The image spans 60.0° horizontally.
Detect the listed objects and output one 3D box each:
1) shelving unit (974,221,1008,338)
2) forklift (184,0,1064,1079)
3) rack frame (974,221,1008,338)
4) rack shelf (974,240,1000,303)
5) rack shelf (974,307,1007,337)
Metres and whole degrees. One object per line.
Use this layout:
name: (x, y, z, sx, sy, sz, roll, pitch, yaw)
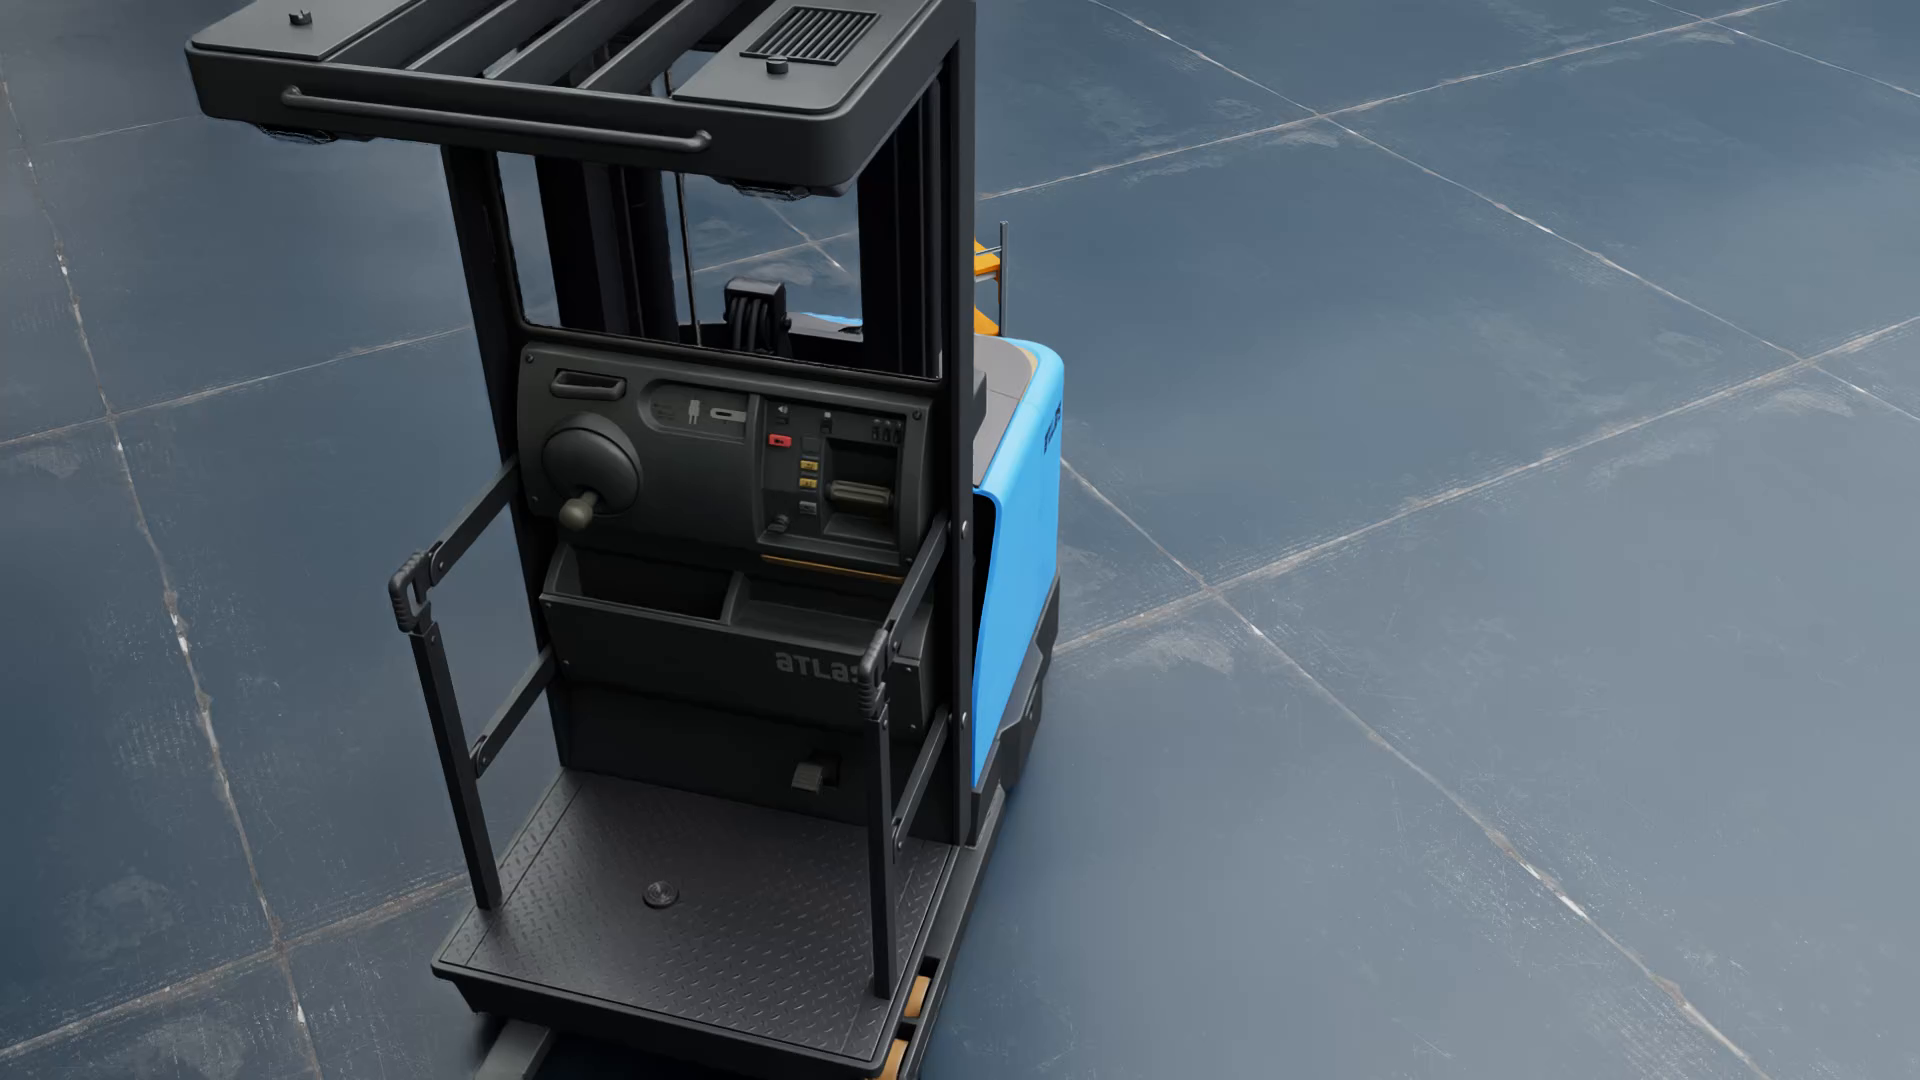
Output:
shelving unit: (-0.083, -0.569, 5.512, 0.258, 1.200, 0.503, -19, 40, -24)
forklift: (-0.574, -0.106, 3.411, 1.130, 2.935, 3.031, 9, 37, 12)
rack frame: (0.039, -0.445, 5.341, 0.240, 1.200, 0.015, -19, 40, -24)
rack shelf: (-0.083, -0.886, 5.280, 0.258, 0.148, 0.480, -19, 40, -24)
rack shelf: (-0.083, -0.695, 5.419, 0.258, 0.148, 0.480, -19, 40, -24)
